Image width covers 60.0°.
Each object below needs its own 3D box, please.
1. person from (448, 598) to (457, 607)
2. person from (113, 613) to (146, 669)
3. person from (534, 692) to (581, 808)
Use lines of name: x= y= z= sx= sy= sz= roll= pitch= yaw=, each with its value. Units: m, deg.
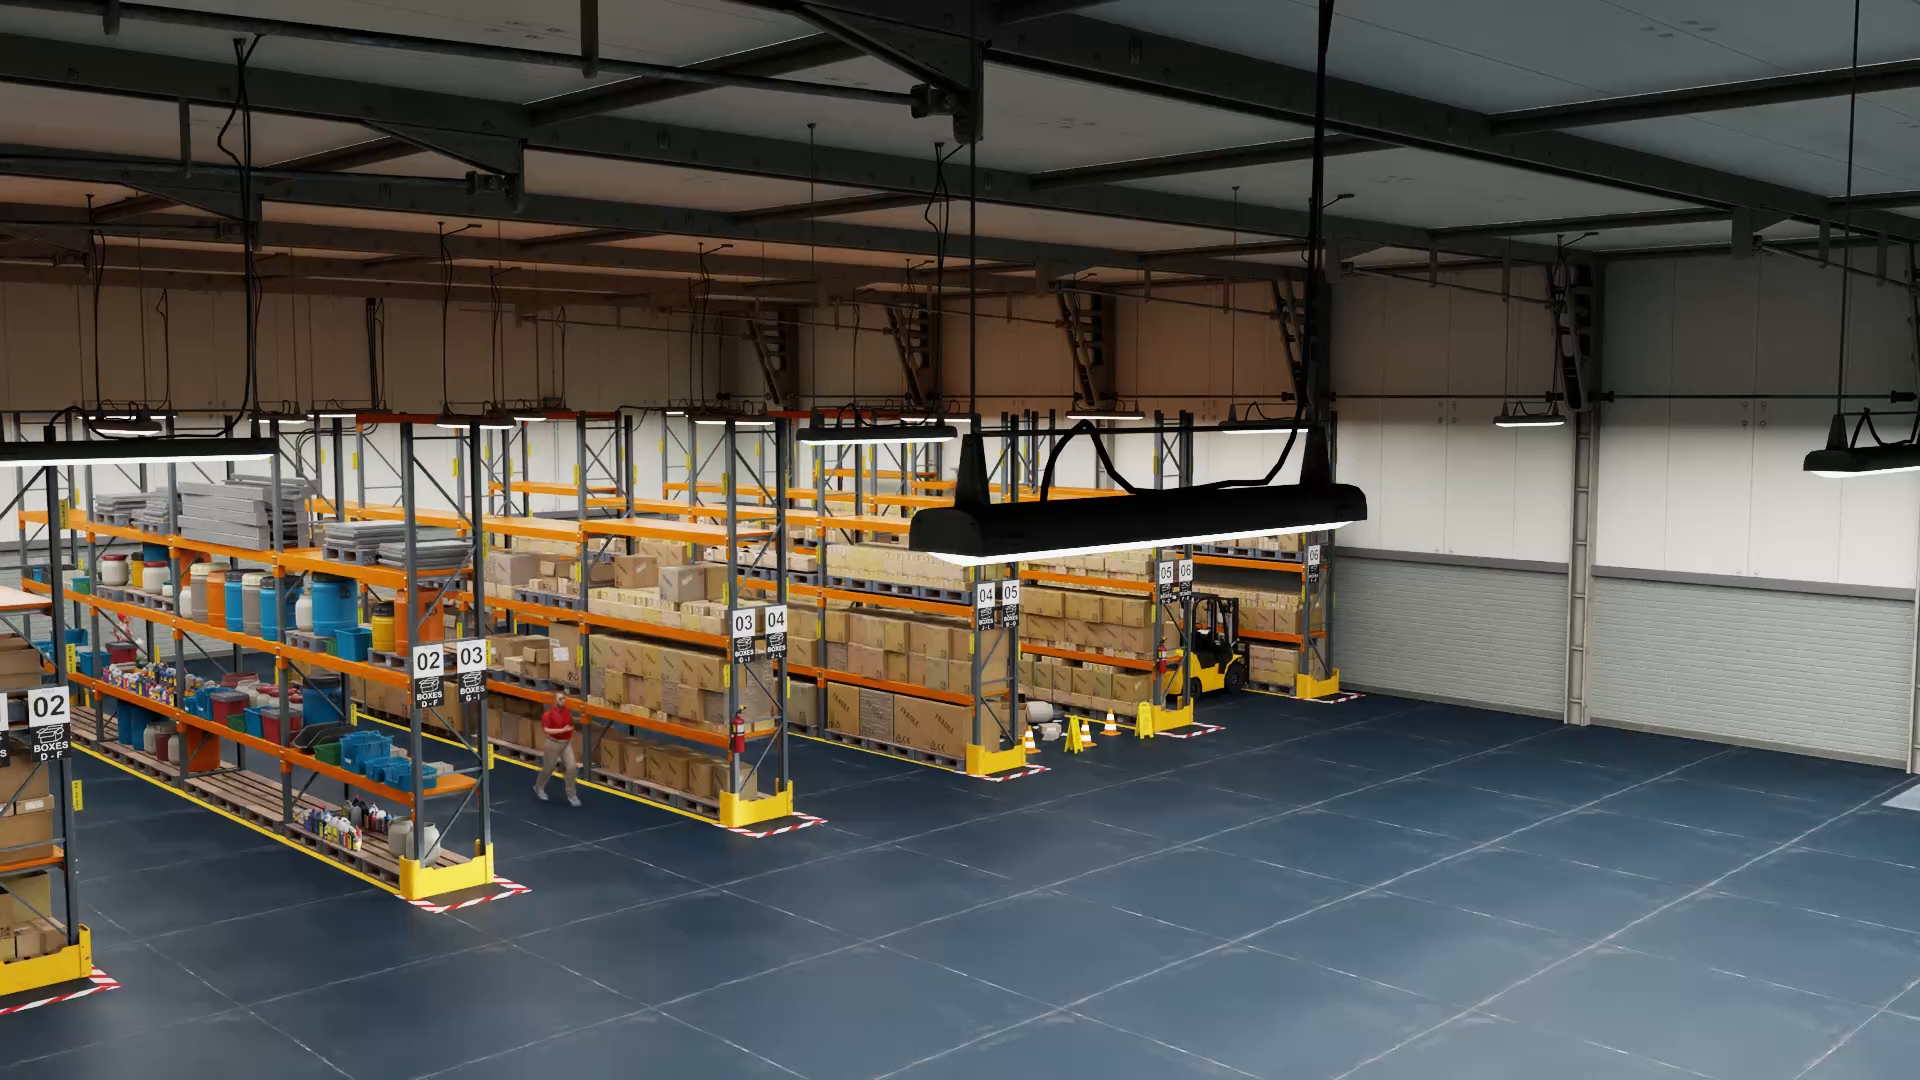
person: x=-11.966 y=2.127 z=39.033 sx=0.651 sy=1.681 sz=0.788 roll=-1 pitch=5 yaw=-11
person: x=-17.770 y=2.364 z=35.412 sx=0.825 sy=1.734 sz=0.683 roll=-2 pitch=5 yaw=-17
person: x=-6.251 y=3.220 z=25.768 sx=0.915 sy=1.768 sz=0.641 roll=4 pitch=6 yaw=37
